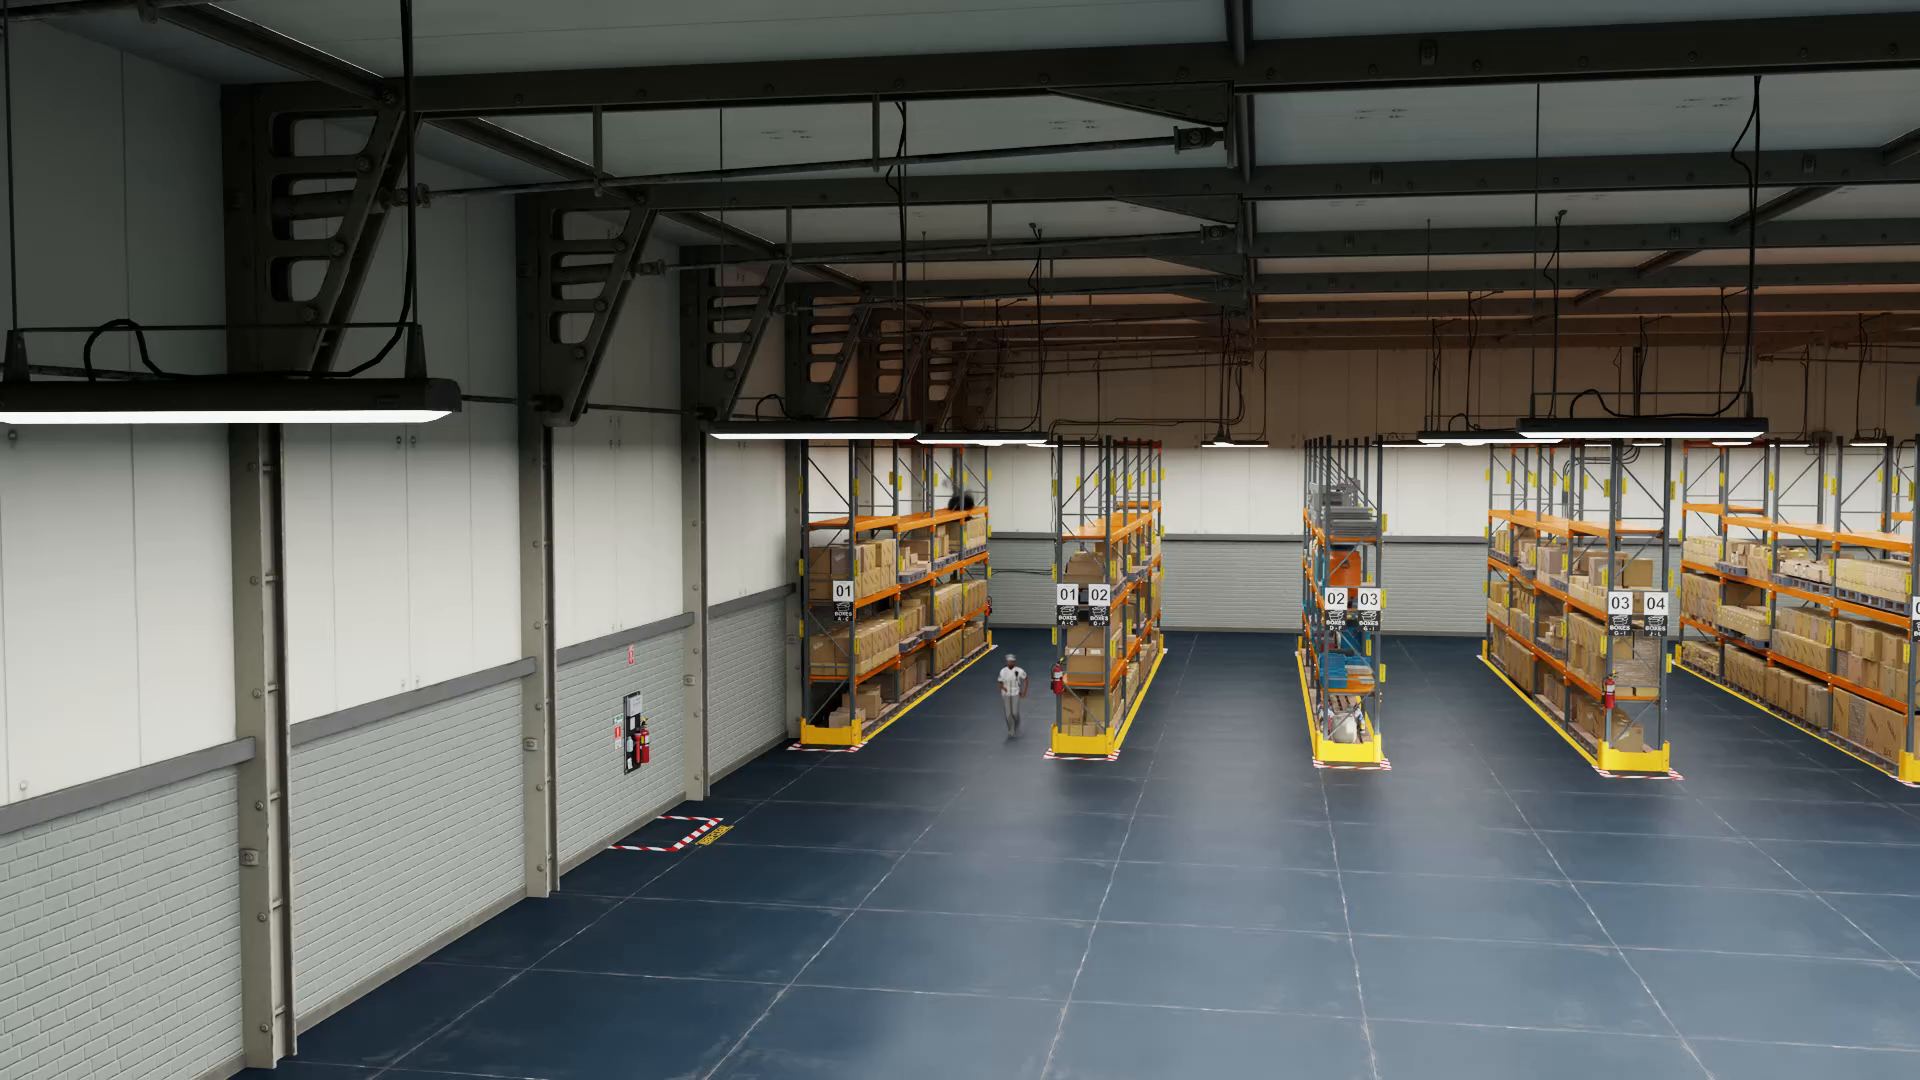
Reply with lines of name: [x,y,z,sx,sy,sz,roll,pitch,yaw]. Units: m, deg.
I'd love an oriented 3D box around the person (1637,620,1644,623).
person: [17.542,2.571,42.381,0.716,1.753,0.796,1,3,20]

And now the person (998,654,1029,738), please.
person: [1.040,3.100,33.007,0.595,1.684,0.641,1,3,10]
